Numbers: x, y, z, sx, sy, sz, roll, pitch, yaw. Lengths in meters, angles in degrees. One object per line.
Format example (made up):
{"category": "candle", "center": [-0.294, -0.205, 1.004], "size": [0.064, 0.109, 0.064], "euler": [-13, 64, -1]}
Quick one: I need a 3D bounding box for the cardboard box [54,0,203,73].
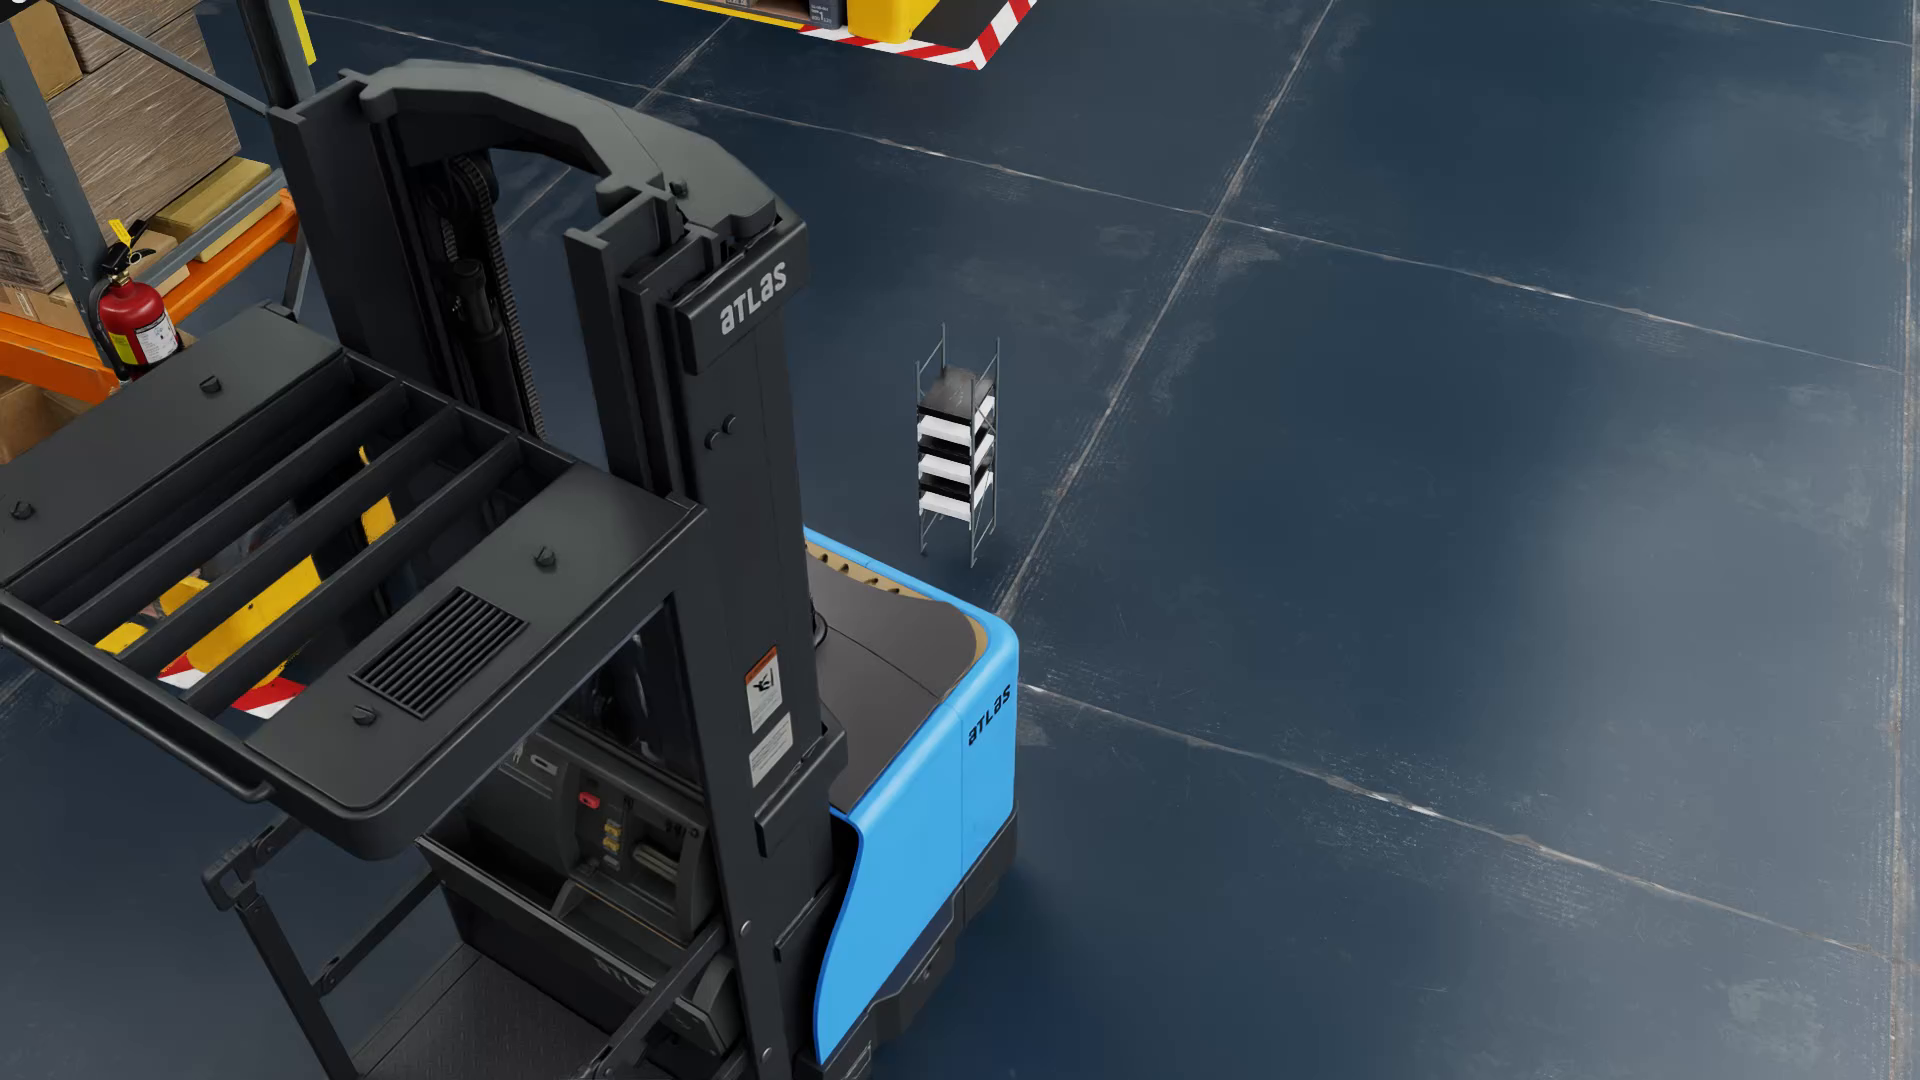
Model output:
{"category": "cardboard box", "center": [-2.671, -1.765, 4.907], "size": [0.500, 0.500, 0.500], "euler": [16, 47, 16]}

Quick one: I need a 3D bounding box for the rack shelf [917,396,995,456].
{"category": "rack shelf", "center": [-0.007, -0.425, 5.831], "size": [0.200, 0.077, 0.258], "euler": [16, 47, 16]}

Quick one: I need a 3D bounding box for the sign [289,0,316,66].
{"category": "sign", "center": [-2.060, -1.603, 5.121], "size": [0.005, 0.325, 0.100], "euler": [16, 47, 16]}

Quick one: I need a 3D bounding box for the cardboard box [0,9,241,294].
{"category": "cardboard box", "center": [-2.766, -1.251, 5.099], "size": [0.500, 0.500, 0.875], "euler": [16, 47, 16]}

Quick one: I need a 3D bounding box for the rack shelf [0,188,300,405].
{"category": "rack shelf", "center": [-4.115, -1.231, 5.871], "size": [4.000, 0.370, 1.077], "euler": [16, 47, 16]}

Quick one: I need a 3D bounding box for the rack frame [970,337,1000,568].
{"category": "rack frame", "center": [0.086, -0.294, 5.907], "size": [0.006, 0.900, 0.240], "euler": [16, 47, 16]}

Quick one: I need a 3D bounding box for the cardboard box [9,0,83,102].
{"category": "cardboard box", "center": [-2.872, -1.427, 4.567], "size": [0.500, 0.500, 0.500], "euler": [16, 47, 16]}

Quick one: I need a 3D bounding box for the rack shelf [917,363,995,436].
{"category": "rack shelf", "center": [-0.007, -0.489, 5.768], "size": [0.200, 0.077, 0.258], "euler": [16, 47, 16]}

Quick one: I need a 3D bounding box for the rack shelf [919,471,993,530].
{"category": "rack shelf", "center": [-0.007, -0.170, 6.085], "size": [0.200, 0.077, 0.258], "euler": [16, 47, 16]}

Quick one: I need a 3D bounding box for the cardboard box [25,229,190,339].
{"category": "cardboard box", "center": [-2.611, -0.797, 5.103], "size": [0.250, 0.149, 0.380], "euler": [16, 47, 16]}

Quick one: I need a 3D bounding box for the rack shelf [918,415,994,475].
{"category": "rack shelf", "center": [-0.007, -0.361, 5.895], "size": [0.200, 0.077, 0.258], "euler": [16, 47, 16]}

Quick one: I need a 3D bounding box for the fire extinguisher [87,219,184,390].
{"category": "fire extinguisher", "center": [-2.341, -0.585, 4.766], "size": [0.183, 0.674, 0.296], "euler": [16, 47, 16]}

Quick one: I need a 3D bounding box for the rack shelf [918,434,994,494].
{"category": "rack shelf", "center": [-0.007, -0.298, 5.958], "size": [0.200, 0.077, 0.258], "euler": [16, 47, 16]}

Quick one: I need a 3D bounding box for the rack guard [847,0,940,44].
{"category": "rack guard", "center": [-0.244, -3.252, 9.164], "size": [0.348, 0.500, 1.175], "euler": [16, 47, 16]}

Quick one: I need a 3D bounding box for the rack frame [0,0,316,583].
{"category": "rack frame", "center": [-2.269, -0.943, 5.071], "size": [0.127, 3.000, 1.000], "euler": [16, 47, 16]}

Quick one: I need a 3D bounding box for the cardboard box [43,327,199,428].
{"category": "cardboard box", "center": [-2.839, -0.386, 5.986], "size": [0.500, 0.500, 0.500], "euler": [25, 50, 23]}

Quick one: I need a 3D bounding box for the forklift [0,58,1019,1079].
{"category": "forklift", "center": [-1.042, 0.650, 3.519], "size": [1.130, 2.935, 3.031], "euler": [24, 50, 22]}

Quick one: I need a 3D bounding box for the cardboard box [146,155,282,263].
{"category": "cardboard box", "center": [-2.440, -1.087, 5.394], "size": [0.250, 0.149, 0.380], "euler": [16, 47, 16]}

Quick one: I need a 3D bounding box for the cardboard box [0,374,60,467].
{"category": "cardboard box", "center": [-3.404, -0.526, 6.127], "size": [0.500, 0.500, 0.500], "euler": [29, 52, 26]}

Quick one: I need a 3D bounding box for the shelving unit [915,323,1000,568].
{"category": "shelving unit", "center": [-0.007, -0.321, 5.935], "size": [0.210, 0.900, 0.258], "euler": [16, 47, 16]}

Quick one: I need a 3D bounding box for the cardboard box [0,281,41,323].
{"category": "cardboard box", "center": [-2.842, -0.865, 5.171], "size": [0.250, 0.149, 0.380], "euler": [16, 47, 16]}

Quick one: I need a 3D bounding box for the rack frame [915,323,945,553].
{"category": "rack frame", "center": [-0.101, -0.349, 5.963], "size": [0.006, 0.900, 0.240], "euler": [16, 47, 16]}

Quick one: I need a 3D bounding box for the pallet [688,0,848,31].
{"category": "pallet", "center": [-1.034, -3.322, 9.439], "size": [1.213, 0.211, 1.003], "euler": [16, 47, 16]}

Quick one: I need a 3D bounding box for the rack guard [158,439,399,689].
{"category": "rack guard", "center": [-2.339, -0.078, 5.974], "size": [0.348, 0.500, 1.175], "euler": [16, 47, 16]}

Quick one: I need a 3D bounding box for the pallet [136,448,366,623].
{"category": "pallet", "center": [-3.075, -0.219, 6.320], "size": [1.213, 0.211, 1.003], "euler": [16, 47, 16]}

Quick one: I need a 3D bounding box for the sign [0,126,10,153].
{"category": "sign", "center": [-2.501, -1.110, 4.194], "size": [0.005, 0.325, 0.100], "euler": [16, 47, 16]}

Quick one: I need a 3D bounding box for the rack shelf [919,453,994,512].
{"category": "rack shelf", "center": [-0.007, -0.234, 6.022], "size": [0.200, 0.077, 0.258], "euler": [16, 47, 16]}
